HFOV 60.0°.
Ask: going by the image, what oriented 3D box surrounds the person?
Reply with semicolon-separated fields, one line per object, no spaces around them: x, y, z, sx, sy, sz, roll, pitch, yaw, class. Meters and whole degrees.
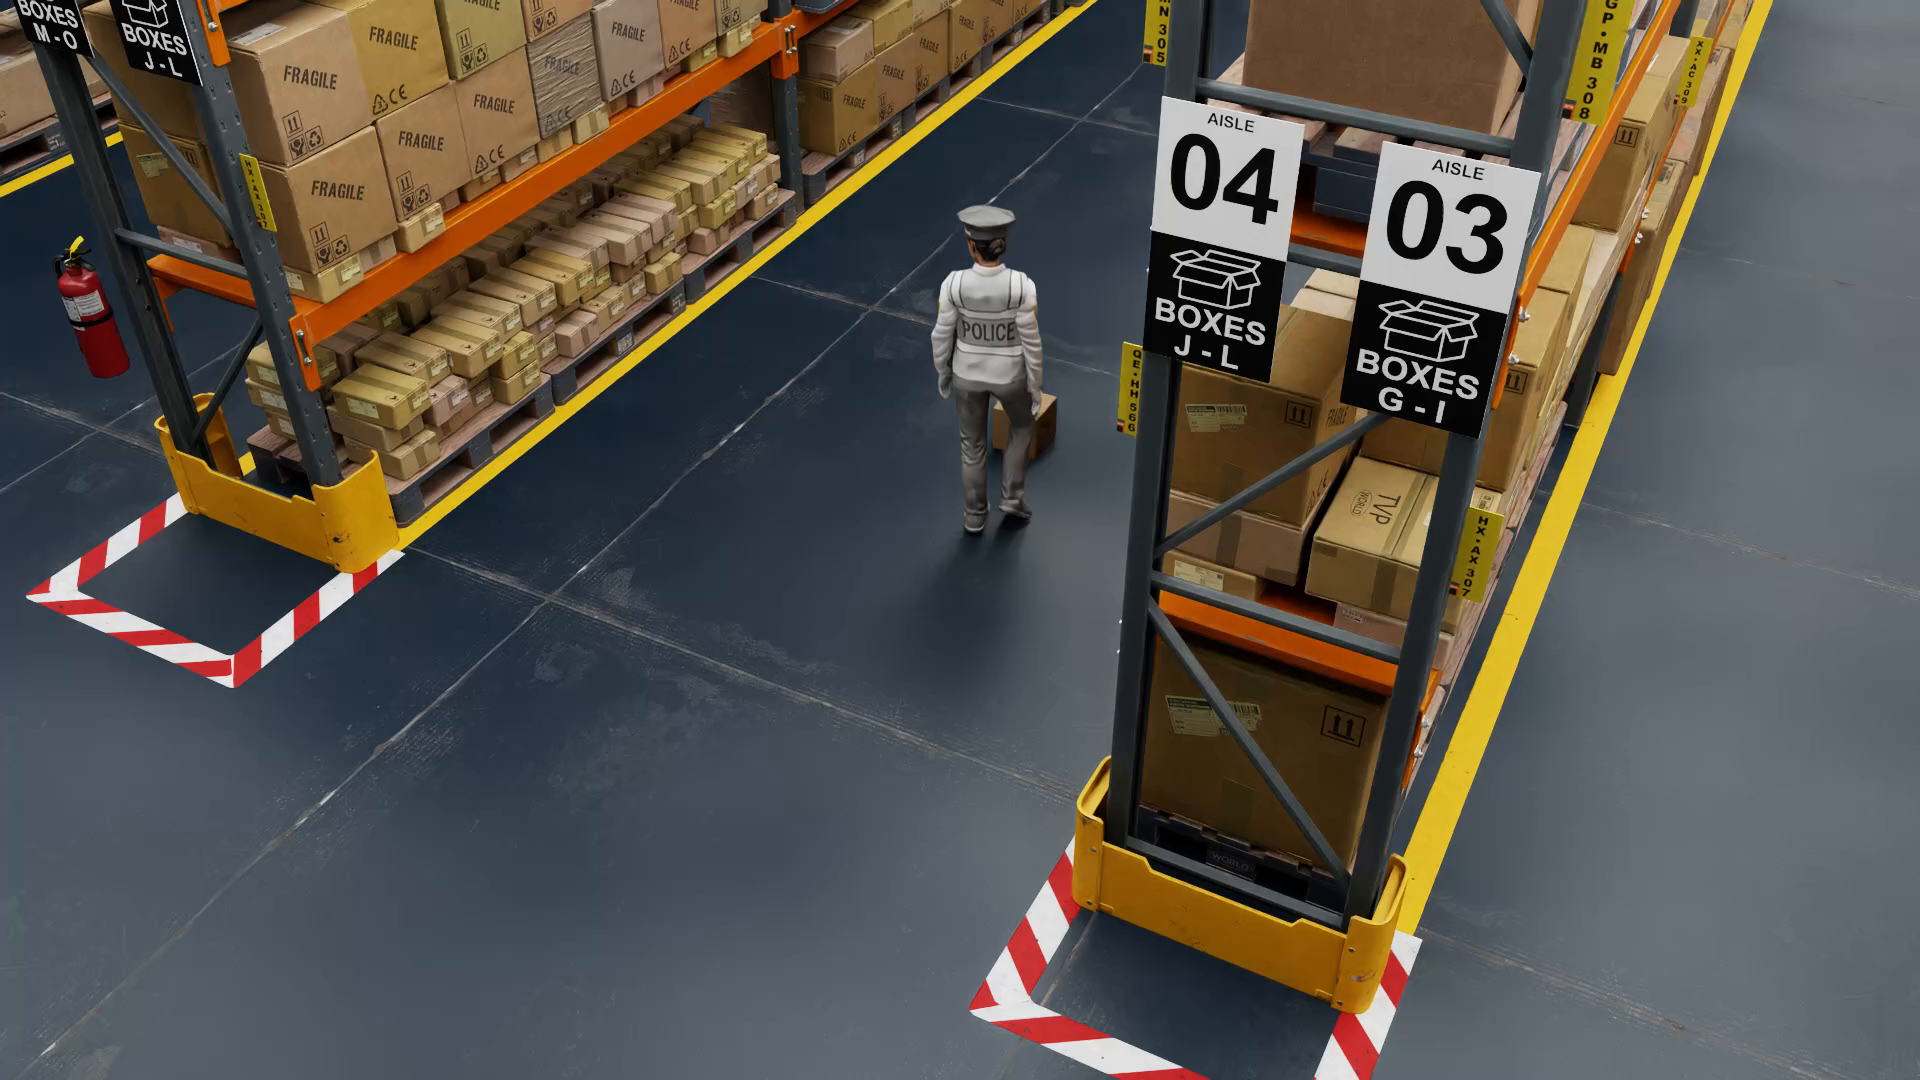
0.132;-0.733;7.707;0.516;1.748;0.361;4;38;5;person
